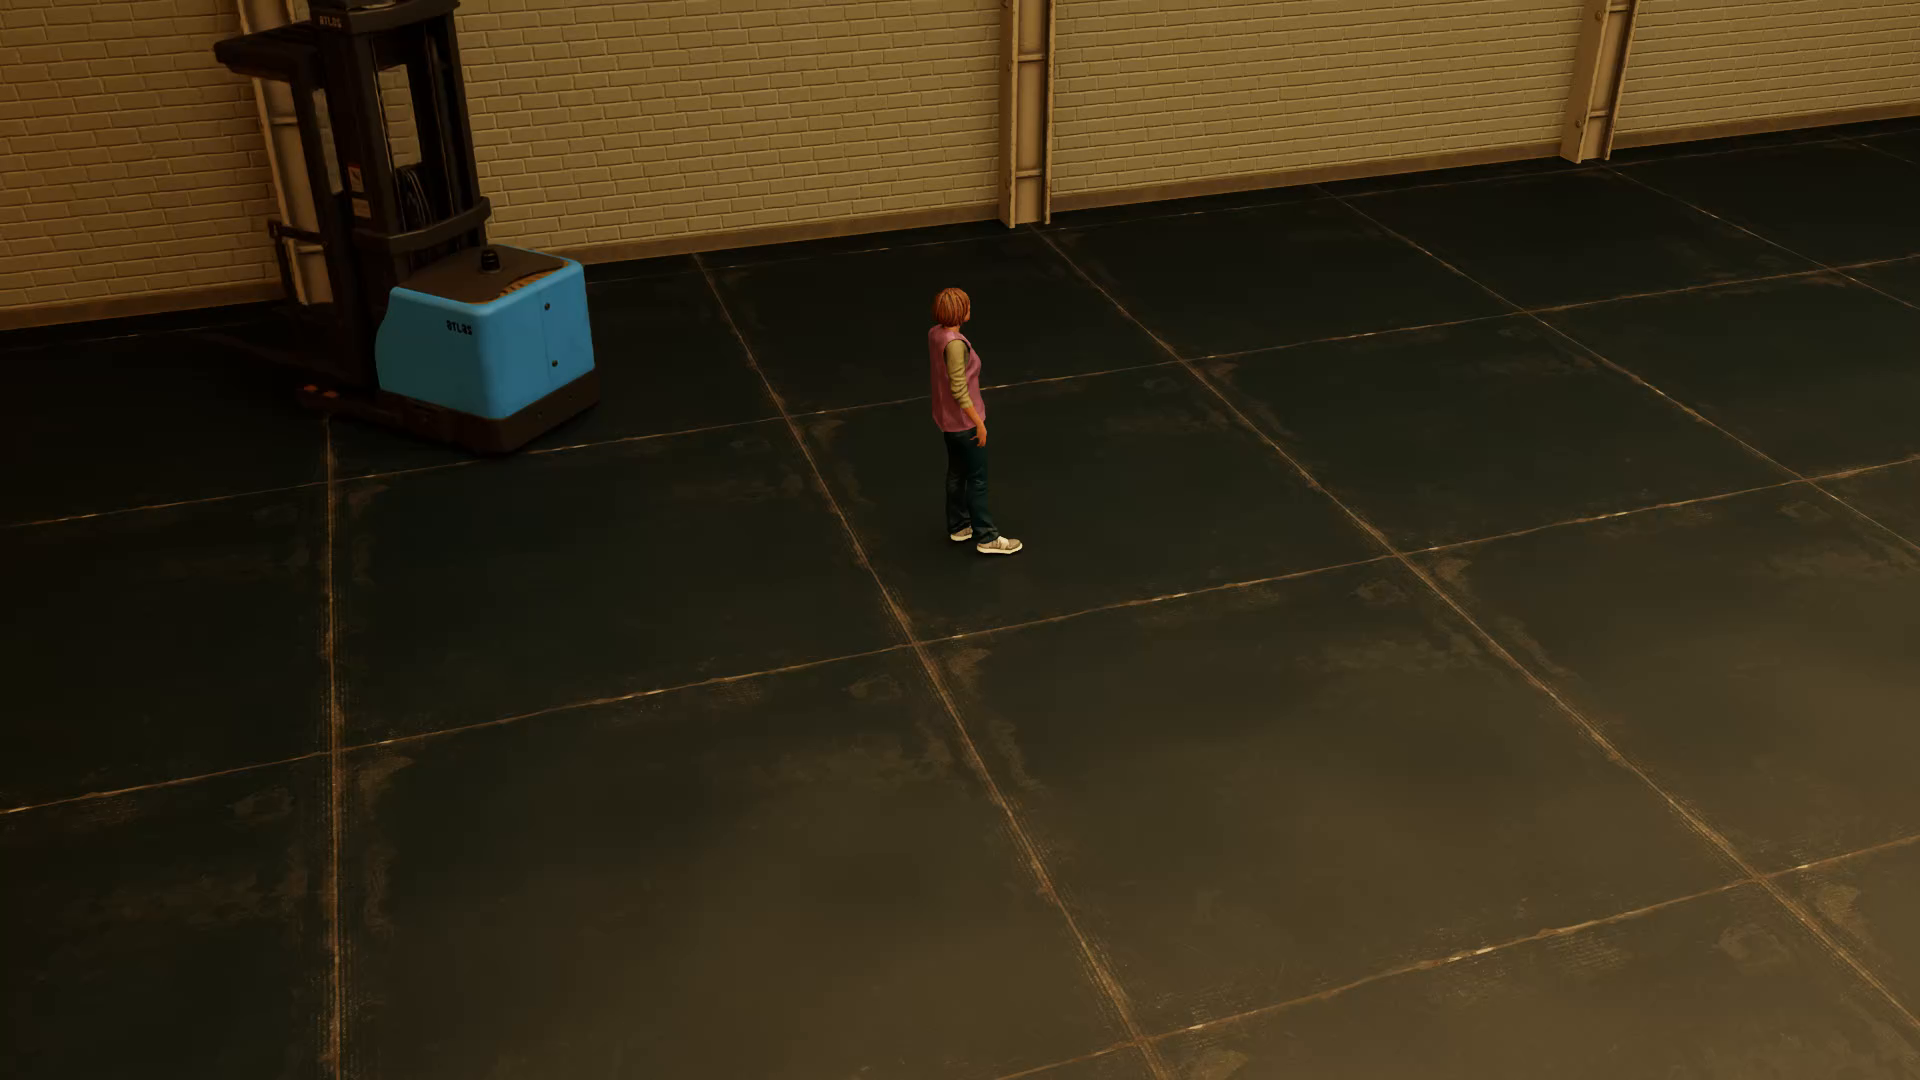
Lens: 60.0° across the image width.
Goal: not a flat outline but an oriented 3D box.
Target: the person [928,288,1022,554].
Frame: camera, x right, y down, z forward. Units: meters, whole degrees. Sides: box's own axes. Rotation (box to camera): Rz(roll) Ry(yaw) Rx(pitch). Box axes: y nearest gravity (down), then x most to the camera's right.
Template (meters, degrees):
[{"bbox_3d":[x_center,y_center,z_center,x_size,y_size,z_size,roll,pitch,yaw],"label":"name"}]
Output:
[{"bbox_3d":[0.074,-0.704,9.633,0.475,1.596,0.520,-10,31,-16],"label":"person"}]

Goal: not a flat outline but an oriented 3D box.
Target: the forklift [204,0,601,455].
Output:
[{"bbox_3d":[-4.046,-2.348,11.168,3.031,2.935,1.130,15,33,25],"label":"forklift"}]
